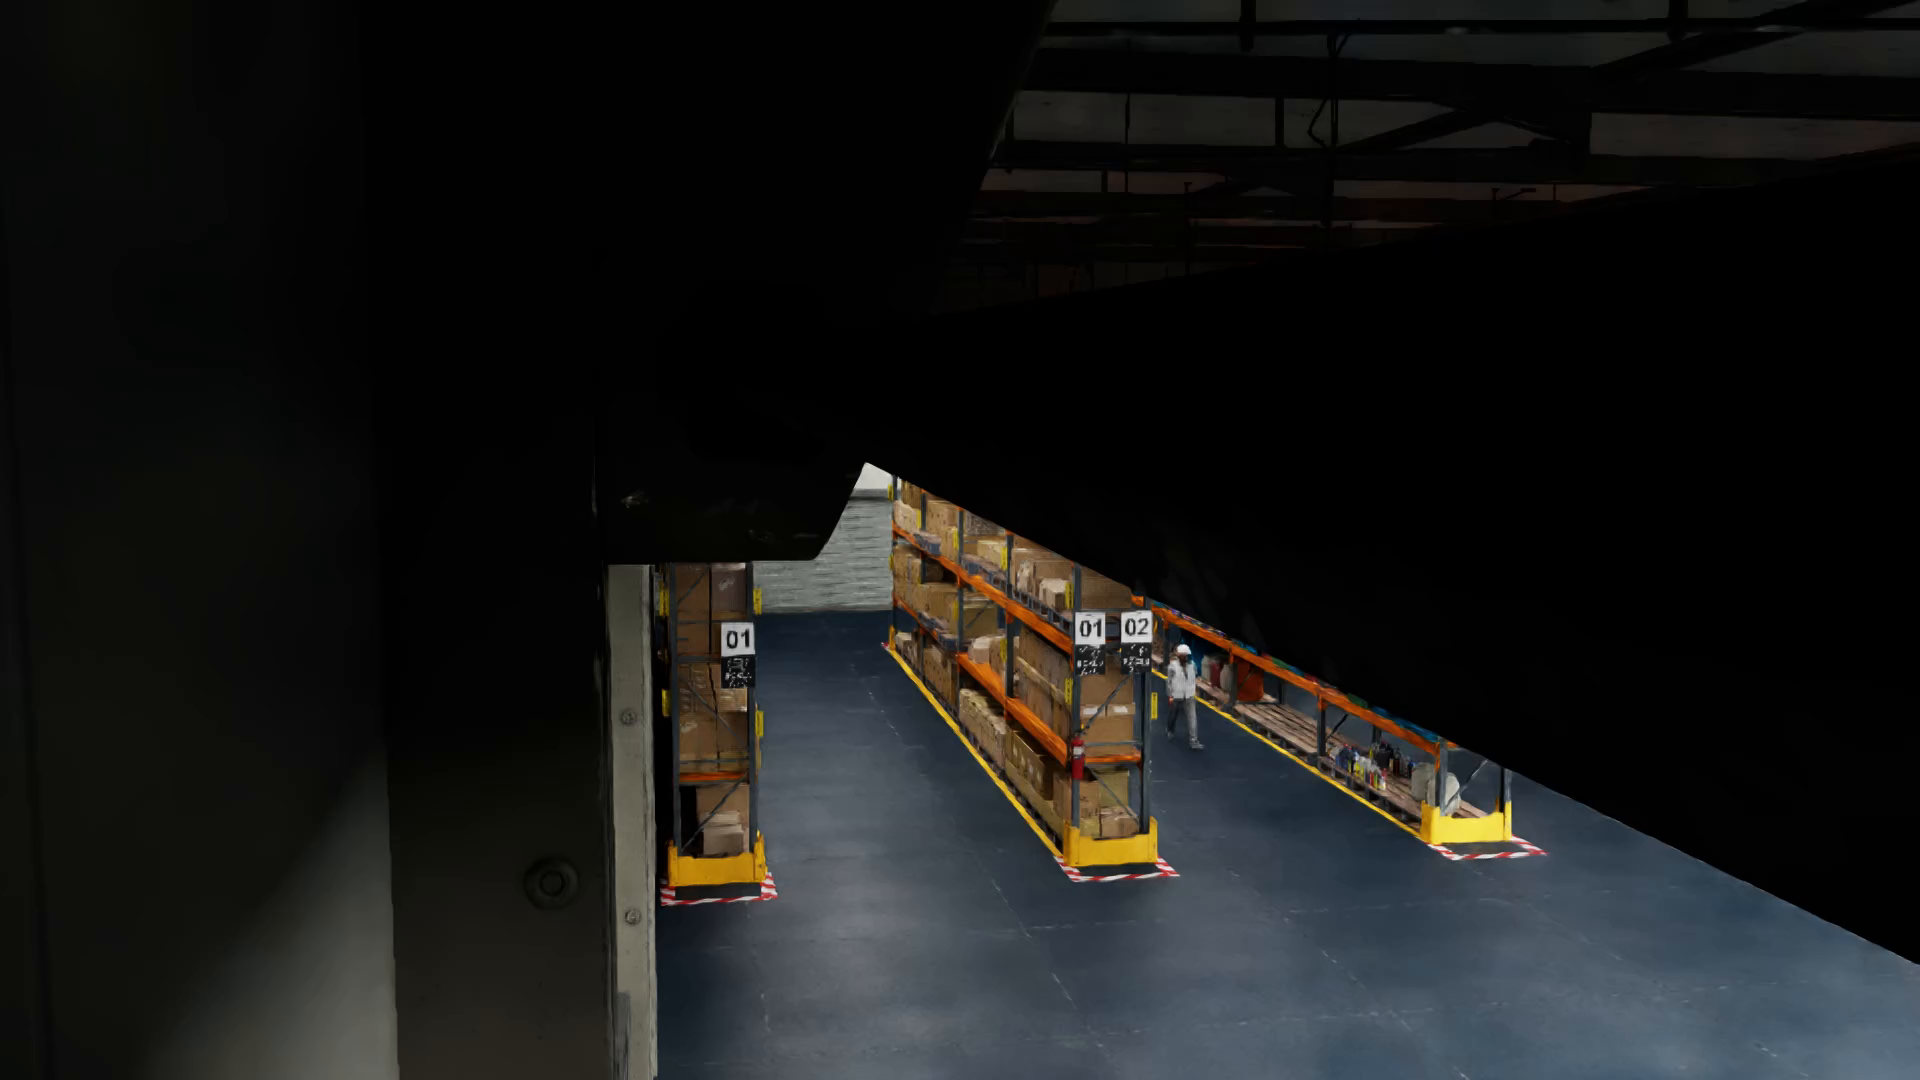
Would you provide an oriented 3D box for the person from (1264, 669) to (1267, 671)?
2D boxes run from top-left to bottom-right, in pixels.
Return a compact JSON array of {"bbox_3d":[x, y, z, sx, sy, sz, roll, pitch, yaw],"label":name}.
[{"bbox_3d":[6.120,1.759,34.018,0.375,1.775,0.644,-3,7,-24],"label":"person"}]

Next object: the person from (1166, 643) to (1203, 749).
[{"bbox_3d":[3.635,2.530,27.278,0.543,1.700,1.115,-1,6,-8],"label":"person"}]

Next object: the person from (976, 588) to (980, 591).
[{"bbox_3d":[0.481,1.456,37.320,0.432,1.675,0.543,1,6,13],"label":"person"}]
